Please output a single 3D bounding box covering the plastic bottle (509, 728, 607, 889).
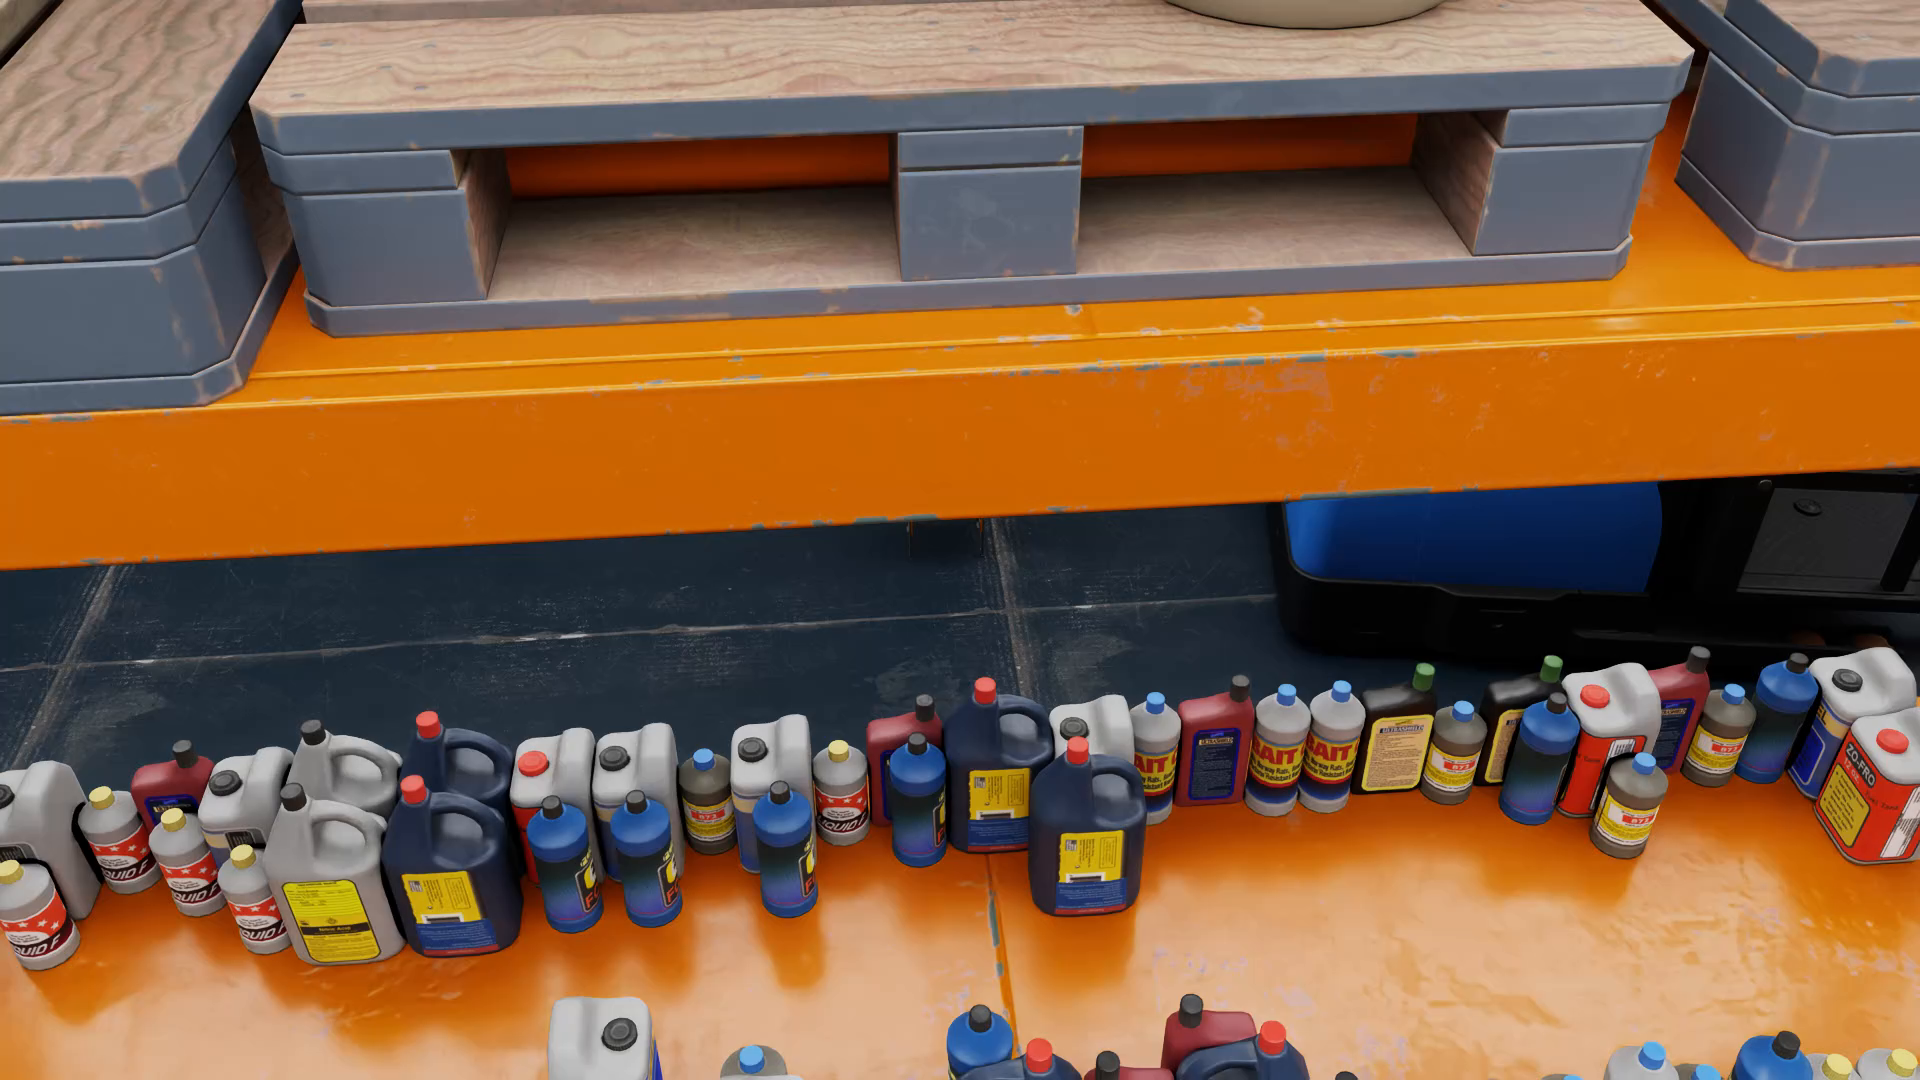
[{"bbox_3d":[-0.688,0.451,2.857,0.135,0.276,0.152,-3,38,-4],"label":"plastic bottle"}]

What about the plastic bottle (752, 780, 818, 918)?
[{"bbox_3d":[-0.294,0.509,2.788,0.097,0.271,0.097,0,38,0],"label":"plastic bottle"}]

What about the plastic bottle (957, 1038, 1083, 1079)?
[{"bbox_3d":[0.083,0.819,2.330,0.185,0.351,0.144,-3,38,-4],"label":"plastic bottle"}]

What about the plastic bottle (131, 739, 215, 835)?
[{"bbox_3d":[-1.328,0.455,2.846,0.133,0.283,0.061,-3,38,-4],"label":"plastic bottle"}]

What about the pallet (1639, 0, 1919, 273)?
[{"bbox_3d":[1.295,-0.670,1.909,1.213,0.211,1.003,-3,38,-4],"label":"pallet"}]

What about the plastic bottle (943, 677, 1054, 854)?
[{"bbox_3d":[0.065,0.378,2.890,0.185,0.351,0.144,-3,38,-4],"label":"plastic bottle"}]

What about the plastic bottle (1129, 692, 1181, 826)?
[{"bbox_3d":[0.338,0.379,2.952,0.097,0.271,0.097,0,38,0],"label":"plastic bottle"}]

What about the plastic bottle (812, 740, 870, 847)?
[{"bbox_3d":[-0.210,0.437,2.935,0.097,0.201,0.097,0,38,0],"label":"plastic bottle"}]

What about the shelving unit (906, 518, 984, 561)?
[{"bbox_3d":[-0.053,-0.409,5.421,0.252,1.050,0.215,-3,38,-4],"label":"shelving unit"}]

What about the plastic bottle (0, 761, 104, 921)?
[{"bbox_3d":[-1.554,0.499,2.797,0.135,0.276,0.152,-3,38,-4],"label":"plastic bottle"}]

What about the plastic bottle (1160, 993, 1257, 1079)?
[{"bbox_3d":[0.365,0.767,2.451,0.133,0.283,0.061,-3,38,-4],"label":"plastic bottle"}]

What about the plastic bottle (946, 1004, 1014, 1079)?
[{"bbox_3d":[0.029,0.779,2.446,0.097,0.271,0.097,0,38,0],"label":"plastic bottle"}]

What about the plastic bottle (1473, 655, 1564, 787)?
[{"bbox_3d":[1.008,0.326,3.009,0.133,0.283,0.061,-3,38,-4],"label":"plastic bottle"}]

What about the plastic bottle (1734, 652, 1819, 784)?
[{"bbox_3d":[1.488,0.316,3.032,0.097,0.271,0.097,0,38,0],"label":"plastic bottle"}]

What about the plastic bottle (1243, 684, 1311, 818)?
[{"bbox_3d":[0.568,0.367,2.968,0.097,0.271,0.097,0,38,0],"label":"plastic bottle"}]

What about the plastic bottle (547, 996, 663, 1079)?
[{"bbox_3d":[-0.515,0.785,2.434,0.135,0.276,0.152,-3,38,-4],"label":"plastic bottle"}]

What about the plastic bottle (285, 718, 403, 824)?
[{"bbox_3d":[-1.032,0.438,2.813,0.185,0.351,0.144,-3,38,-4],"label":"plastic bottle"}]

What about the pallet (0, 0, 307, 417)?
[{"bbox_3d":[-1.146,-0.536,1.738,1.003,0.211,1.213,-3,38,-4],"label":"pallet"}]

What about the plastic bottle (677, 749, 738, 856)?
[{"bbox_3d":[-0.441,0.450,2.919,0.097,0.201,0.097,0,38,0],"label":"plastic bottle"}]

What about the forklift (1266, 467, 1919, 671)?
[{"bbox_3d":[2.564,-1.040,4.702,3.031,2.935,1.130,3,38,3],"label":"forklift"}]

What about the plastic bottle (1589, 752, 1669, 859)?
[{"bbox_3d":[1.175,0.455,2.912,0.097,0.201,0.097,0,38,0],"label":"plastic bottle"}]

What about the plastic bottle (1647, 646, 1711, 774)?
[{"bbox_3d":[1.275,0.312,3.028,0.133,0.283,0.061,-3,38,-4],"label":"plastic bottle"}]

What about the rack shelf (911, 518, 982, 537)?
[{"bbox_3d":[-0.053,-0.183,5.600,0.240,0.259,0.215,-3,38,-4],"label":"rack shelf"}]

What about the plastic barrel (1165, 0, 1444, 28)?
[{"bbox_3d":[0.313,-0.754,1.414,0.433,0.535,0.433,0,38,0],"label":"plastic barrel"}]

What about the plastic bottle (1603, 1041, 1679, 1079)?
[{"bbox_3d":[0.966,0.817,2.397,0.097,0.271,0.097,0,38,0],"label":"plastic bottle"}]

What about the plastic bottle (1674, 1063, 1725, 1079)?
[{"bbox_3d":[1.063,0.839,2.426,0.097,0.201,0.097,0,38,0],"label":"plastic bottle"}]

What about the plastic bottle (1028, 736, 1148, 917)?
[{"bbox_3d":[0.213,0.464,2.780,0.185,0.351,0.144,-3,38,-4],"label":"plastic bottle"}]

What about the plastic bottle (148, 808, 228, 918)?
[{"bbox_3d":[-1.303,0.535,2.811,0.097,0.201,0.097,0,38,0],"label":"plastic bottle"}]

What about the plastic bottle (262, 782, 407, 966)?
[{"bbox_3d":[-1.019,0.527,2.700,0.185,0.351,0.144,-3,38,-4],"label":"plastic bottle"}]

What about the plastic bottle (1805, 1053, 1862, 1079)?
[{"bbox_3d":[1.257,0.828,2.439,0.097,0.201,0.097,0,38,0],"label":"plastic bottle"}]

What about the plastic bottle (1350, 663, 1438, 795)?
[{"bbox_3d":[0.778,0.339,2.993,0.133,0.283,0.061,-3,38,-4],"label":"plastic bottle"}]

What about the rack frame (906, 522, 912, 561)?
[{"bbox_3d":[-0.175,-0.403,5.413,0.008,1.050,0.200,-3,38,-4],"label":"rack frame"}]

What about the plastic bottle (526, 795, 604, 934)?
[{"bbox_3d":[-0.659,0.529,2.762,0.097,0.271,0.097,0,38,0],"label":"plastic bottle"}]
